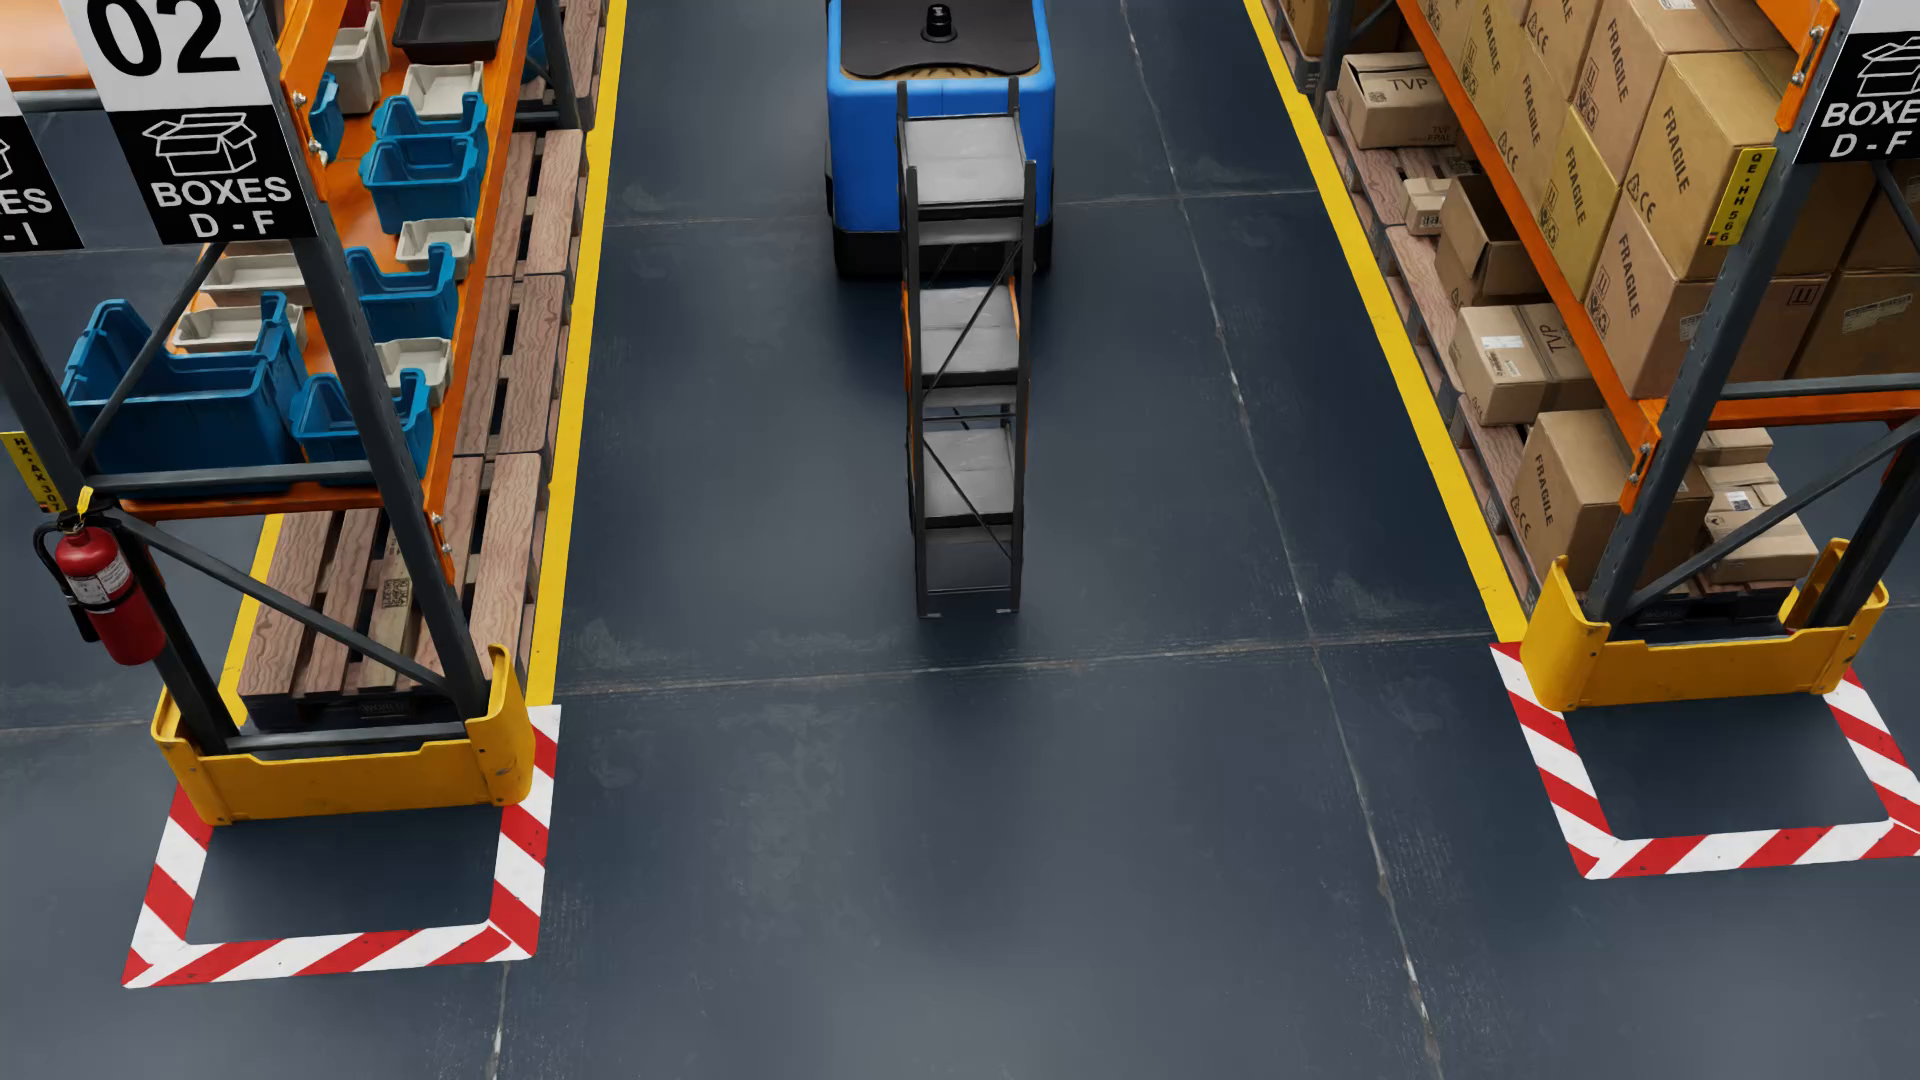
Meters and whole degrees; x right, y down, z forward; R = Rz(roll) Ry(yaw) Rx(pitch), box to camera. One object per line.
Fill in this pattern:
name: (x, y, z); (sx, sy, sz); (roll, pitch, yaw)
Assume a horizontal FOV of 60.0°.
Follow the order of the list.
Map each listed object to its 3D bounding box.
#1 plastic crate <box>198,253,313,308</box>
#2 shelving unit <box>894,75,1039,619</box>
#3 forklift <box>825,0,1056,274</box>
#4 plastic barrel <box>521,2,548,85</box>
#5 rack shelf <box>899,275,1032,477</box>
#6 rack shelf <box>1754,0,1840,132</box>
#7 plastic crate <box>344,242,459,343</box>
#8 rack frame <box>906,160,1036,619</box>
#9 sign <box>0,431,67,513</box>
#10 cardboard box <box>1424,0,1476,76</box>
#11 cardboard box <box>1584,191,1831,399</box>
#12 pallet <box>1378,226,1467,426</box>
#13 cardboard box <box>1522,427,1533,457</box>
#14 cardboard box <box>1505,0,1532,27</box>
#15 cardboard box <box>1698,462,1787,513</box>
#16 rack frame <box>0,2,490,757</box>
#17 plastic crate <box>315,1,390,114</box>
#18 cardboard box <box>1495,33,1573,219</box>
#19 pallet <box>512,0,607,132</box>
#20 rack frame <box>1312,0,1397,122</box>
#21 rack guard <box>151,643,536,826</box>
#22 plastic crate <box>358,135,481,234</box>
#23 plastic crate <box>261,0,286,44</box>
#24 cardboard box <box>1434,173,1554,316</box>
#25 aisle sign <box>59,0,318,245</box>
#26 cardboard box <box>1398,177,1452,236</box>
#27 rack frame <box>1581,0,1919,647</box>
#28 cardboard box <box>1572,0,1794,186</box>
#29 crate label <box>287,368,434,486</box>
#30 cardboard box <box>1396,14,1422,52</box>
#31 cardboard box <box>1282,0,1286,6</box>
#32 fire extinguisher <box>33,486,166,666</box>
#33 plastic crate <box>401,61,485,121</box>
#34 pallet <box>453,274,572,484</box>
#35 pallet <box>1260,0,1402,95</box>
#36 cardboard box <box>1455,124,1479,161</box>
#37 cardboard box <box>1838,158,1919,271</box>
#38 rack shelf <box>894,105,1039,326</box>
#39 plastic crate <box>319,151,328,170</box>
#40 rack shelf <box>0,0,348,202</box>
plastic crate: (-2.423, -0.906, 5.819); (0.396, 0.136, 0.243); (-3, 47, -3)
shelving unit: (0.014, -0.602, 6.011); (0.431, 2.100, 0.503); (-3, 47, -3)
forklift: (-0.144, -3.351, 8.042); (1.130, 2.935, 3.031); (-2, 47, -2)
plastic barrel: (-2.528, -2.898, 8.721); (0.600, 0.901, 0.708); (-3, 47, -3)
rack shelf: (0.014, -0.593, 6.021); (0.431, 0.518, 0.480); (-3, 47, -3)
rack shelf: (2.604, -2.716, 5.822); (1.077, 0.370, 4.000); (-3, 47, -3)
plastic crate: (-1.912, -0.824, 5.675); (0.416, 0.233, 0.300); (-3, 47, -3)
rack frame: (0.034, -0.426, 5.844); (0.400, 2.100, 0.015); (-3, 47, -3)
sign: (-2.711, -0.197, 4.895); (0.100, 0.325, 0.005); (-3, 47, -3)
cardboard box: (2.294, -2.295, 6.925); (0.500, 0.500, 0.500); (-4, 47, -4)
cardboard box: (2.463, -0.826, 5.534); (0.500, 0.500, 0.500); (-2, 47, -2)
pallet: (2.599, -1.038, 7.724); (1.003, 0.211, 1.213); (-3, 47, -3)
cardboard box: (2.537, -0.338, 6.789); (0.380, 0.166, 0.250); (-3, 47, -3)
cardboard box: (2.326, -2.280, 6.222); (0.500, 0.500, 0.500); (-2, 47, -2)
cardboard box: (3.058, -0.166, 6.626); (0.380, 0.166, 0.250); (-3, 47, -3)
rack frame: (-2.164, -0.186, 4.997); (1.000, 3.000, 0.127); (-3, 47, -3)
plastic crate: (-2.555, -1.944, 6.702); (0.437, 0.282, 0.530); (-3, 47, -3)
cardboard box: (2.380, -1.563, 6.232); (0.500, 0.500, 0.500); (-3, 47, -3)
pallet: (-2.522, -2.682, 9.281); (1.003, 0.211, 1.213); (-3, 47, -3)
rack frame: (2.437, -3.378, 8.020); (1.000, 3.000, 0.127); (-3, 47, -3)
rack guard: (-2.149, 0.690, 5.889); (1.175, 0.500, 0.348); (-3, 47, -3)
plastic crate: (-1.967, -1.300, 6.126); (0.416, 0.233, 0.300); (-3, 47, -3)
plastic crate: (-1.919, -1.468, 4.235); (0.497, 0.269, 0.590); (-3, 47, -3)
cardboard box: (2.599, -1.312, 7.480); (0.797, 0.503, 0.637); (-3, 47, -3)
aisle sign: (-1.862, -1.046, 4.021); (0.394, 0.787, 0.004); (-3, 47, -3)
cardboard box: (2.339, -1.613, 7.997); (0.380, 0.166, 0.250); (-3, 47, -3)
rack frame: (2.772, -0.484, 5.279); (1.000, 3.000, 0.127); (-3, 47, -3)
cardboard box: (2.417, -1.533, 5.515); (0.500, 0.500, 0.500); (-2, 47, -2)
crate label: (-1.857, -0.348, 5.224); (0.416, 0.233, 0.303); (-3, 47, -3)
cardboard box: (2.639, -3.035, 9.114); (0.500, 0.500, 0.500); (-5, 47, -5)
cardboard box: (2.077, -3.368, 9.429); (0.500, 0.500, 0.500); (-3, 47, -3)
fire extinguisher: (-2.605, 0.105, 5.031); (0.296, 0.674, 0.183); (-3, 47, -3)
plastic crate: (-2.054, -1.768, 6.636); (0.293, 0.136, 0.466); (-3, 47, -3)
pallet: (-2.294, -0.707, 7.411); (1.003, 0.211, 1.213); (-3, 47, -3)
pallet: (2.331, -3.006, 9.588); (1.003, 0.211, 1.213); (-3, 47, -3)
cardboard box: (2.767, -2.275, 8.394); (0.500, 0.500, 0.500); (-3, 47, -3)
cardboard box: (2.997, -1.200, 5.199); (0.500, 0.500, 0.500); (-2, 47, -2)
rack shelf: (0.014, -1.074, 5.512); (0.431, 0.518, 0.480); (-3, 47, -3)
plastic crate: (-2.514, -1.319, 6.210); (0.298, 0.136, 0.250); (-3, 47, -3)
rack shelf: (-2.332, -2.417, 5.539); (1.077, 0.370, 4.000); (-3, 47, -3)
